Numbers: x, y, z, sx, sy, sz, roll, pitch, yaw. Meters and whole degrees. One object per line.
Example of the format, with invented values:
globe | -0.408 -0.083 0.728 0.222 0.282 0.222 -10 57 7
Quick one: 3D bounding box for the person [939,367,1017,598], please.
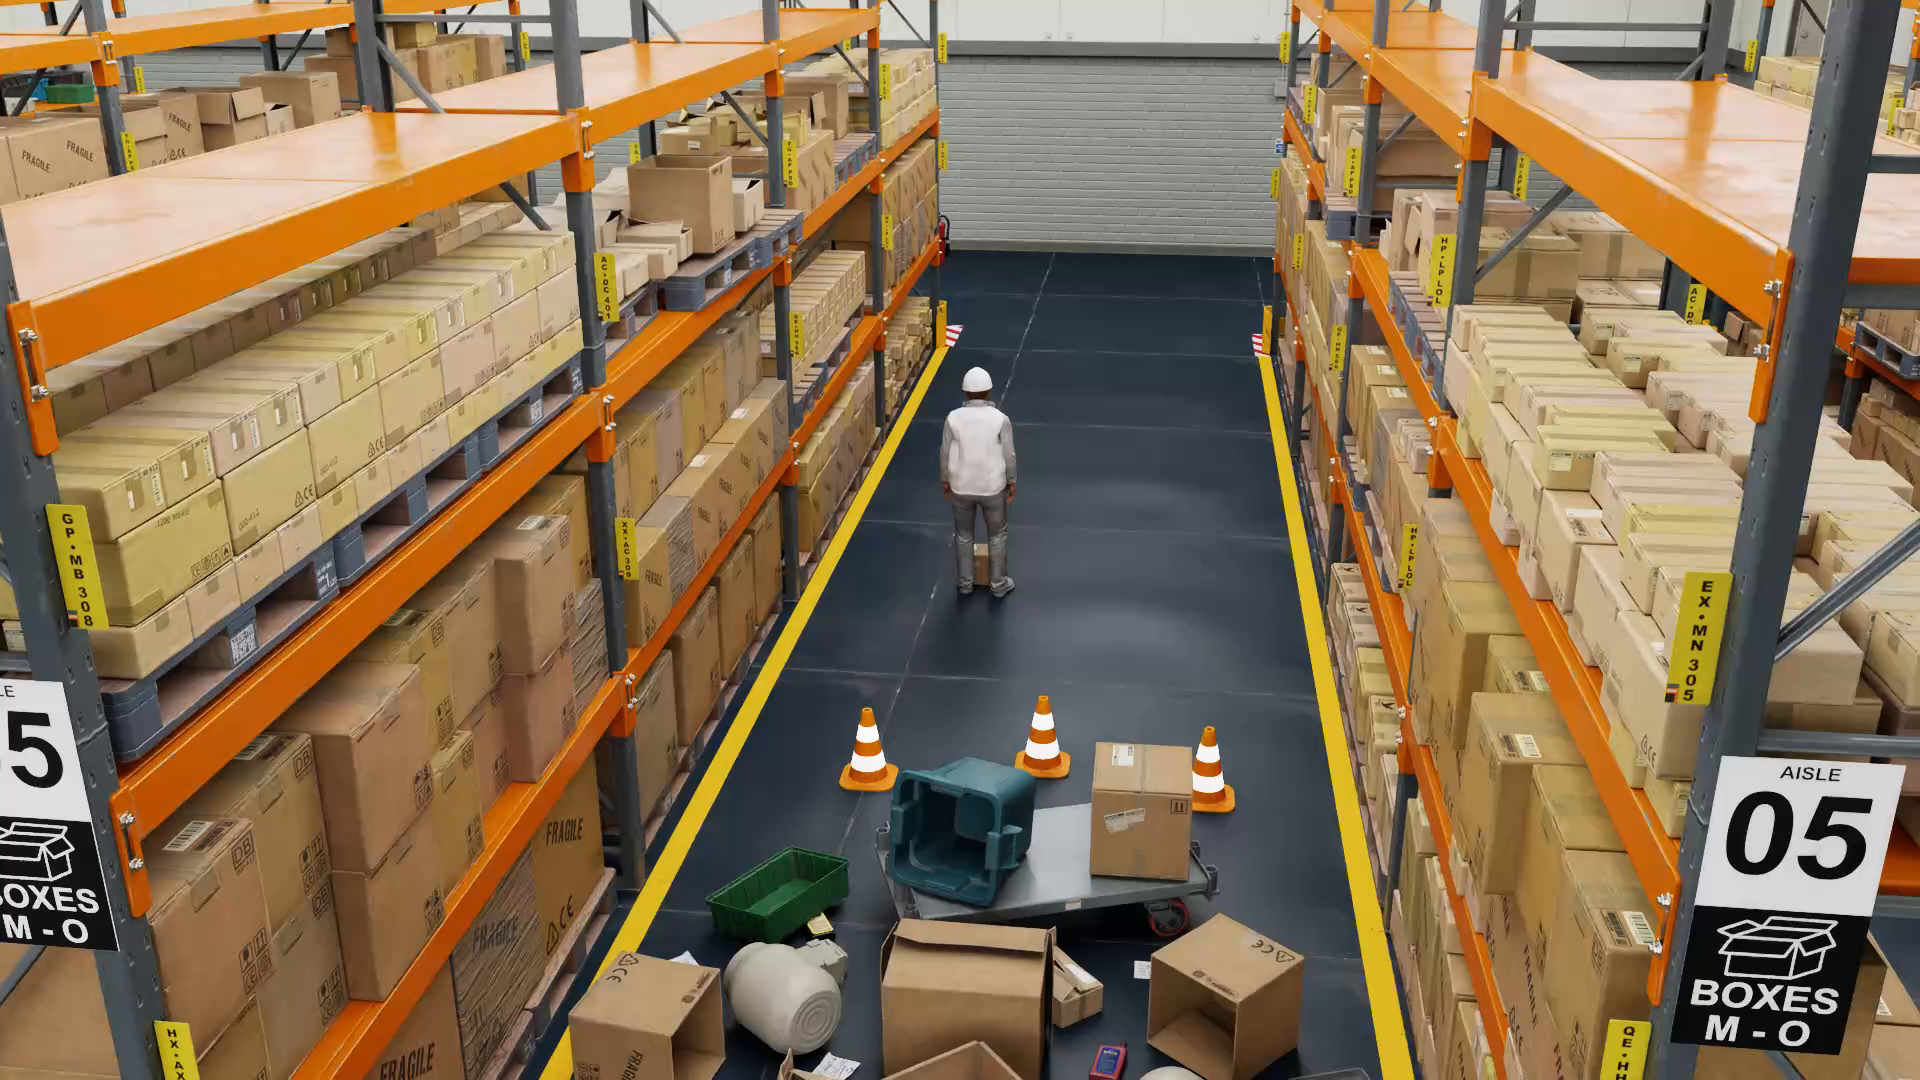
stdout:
person | 0.140 -0.425 12.580 0.580 1.771 0.466 3 21 7
